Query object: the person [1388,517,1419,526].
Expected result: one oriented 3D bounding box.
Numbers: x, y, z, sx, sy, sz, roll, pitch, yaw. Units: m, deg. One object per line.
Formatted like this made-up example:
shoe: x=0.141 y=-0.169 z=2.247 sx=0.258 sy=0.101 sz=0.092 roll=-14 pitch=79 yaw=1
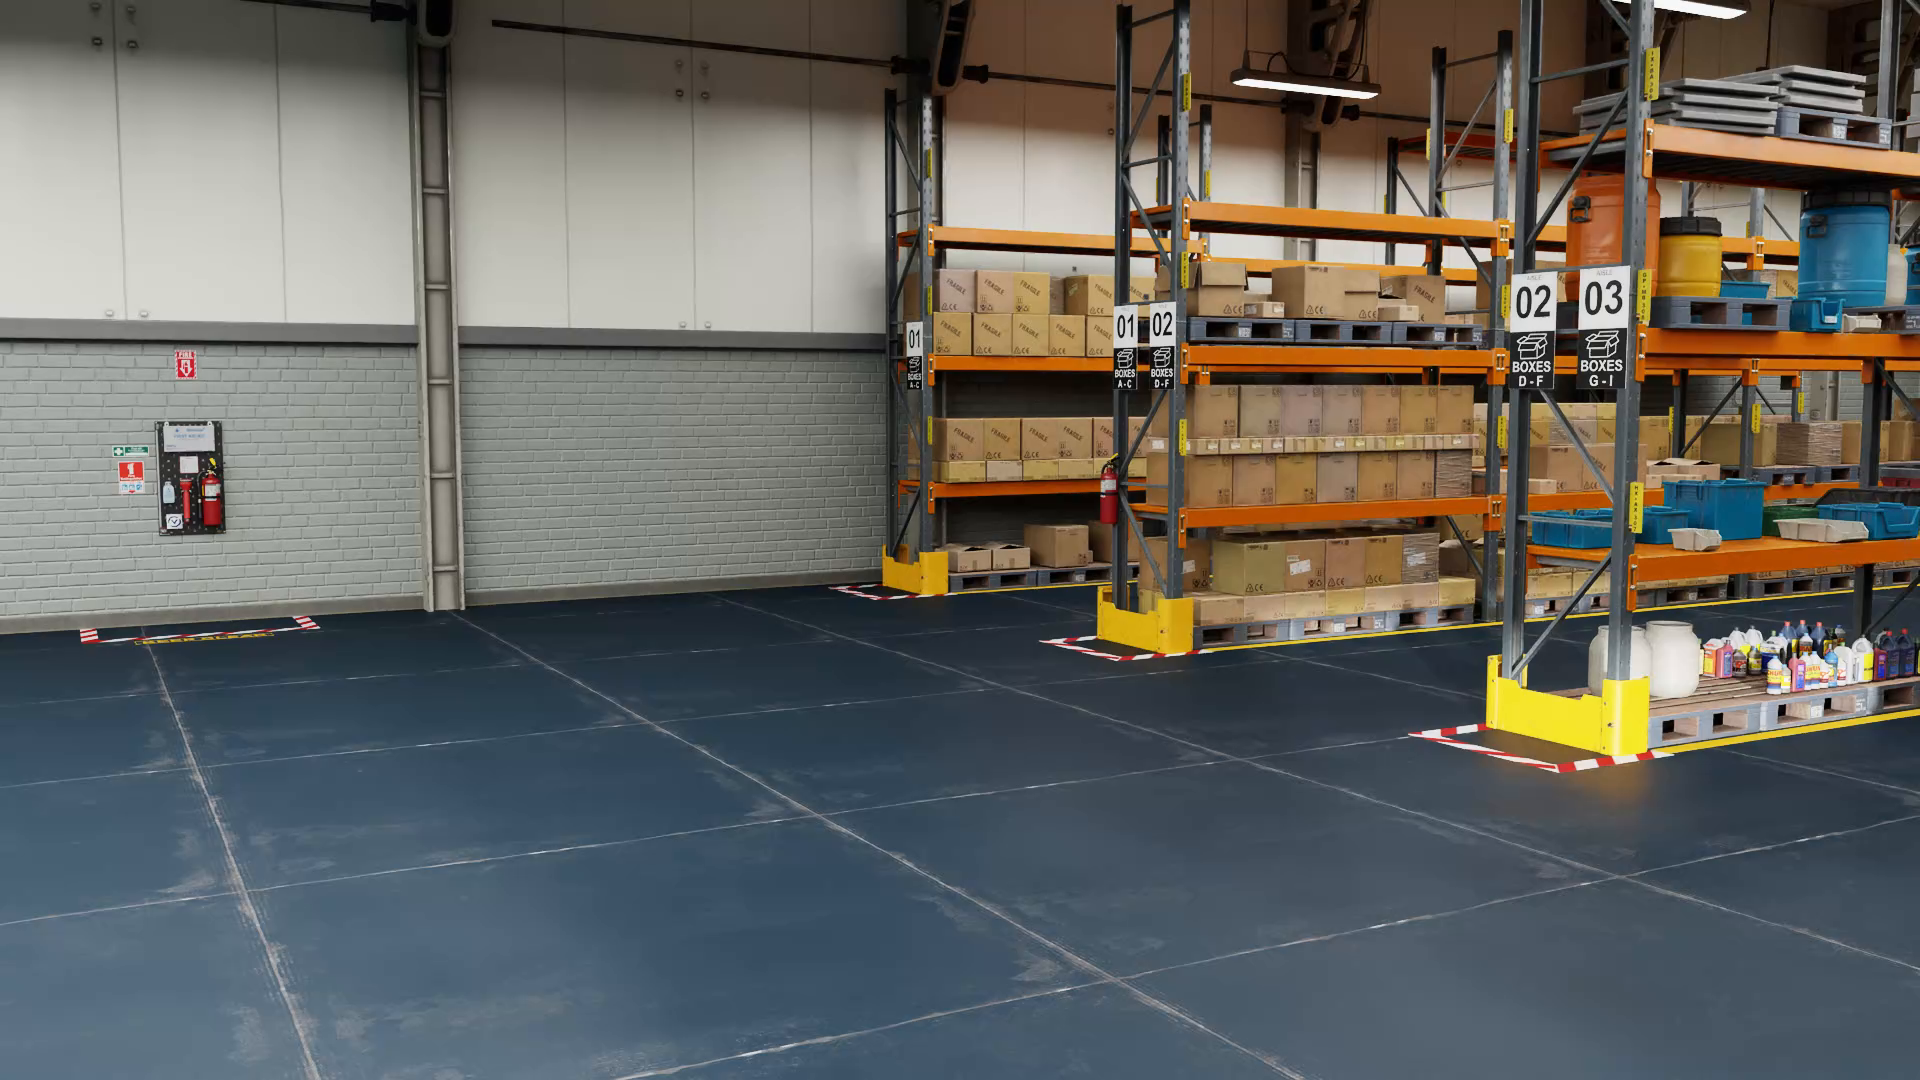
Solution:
person: x=5.326 y=-0.215 z=19.587 sx=0.811 sy=1.668 sz=0.454 roll=-1 pitch=5 yaw=-11
